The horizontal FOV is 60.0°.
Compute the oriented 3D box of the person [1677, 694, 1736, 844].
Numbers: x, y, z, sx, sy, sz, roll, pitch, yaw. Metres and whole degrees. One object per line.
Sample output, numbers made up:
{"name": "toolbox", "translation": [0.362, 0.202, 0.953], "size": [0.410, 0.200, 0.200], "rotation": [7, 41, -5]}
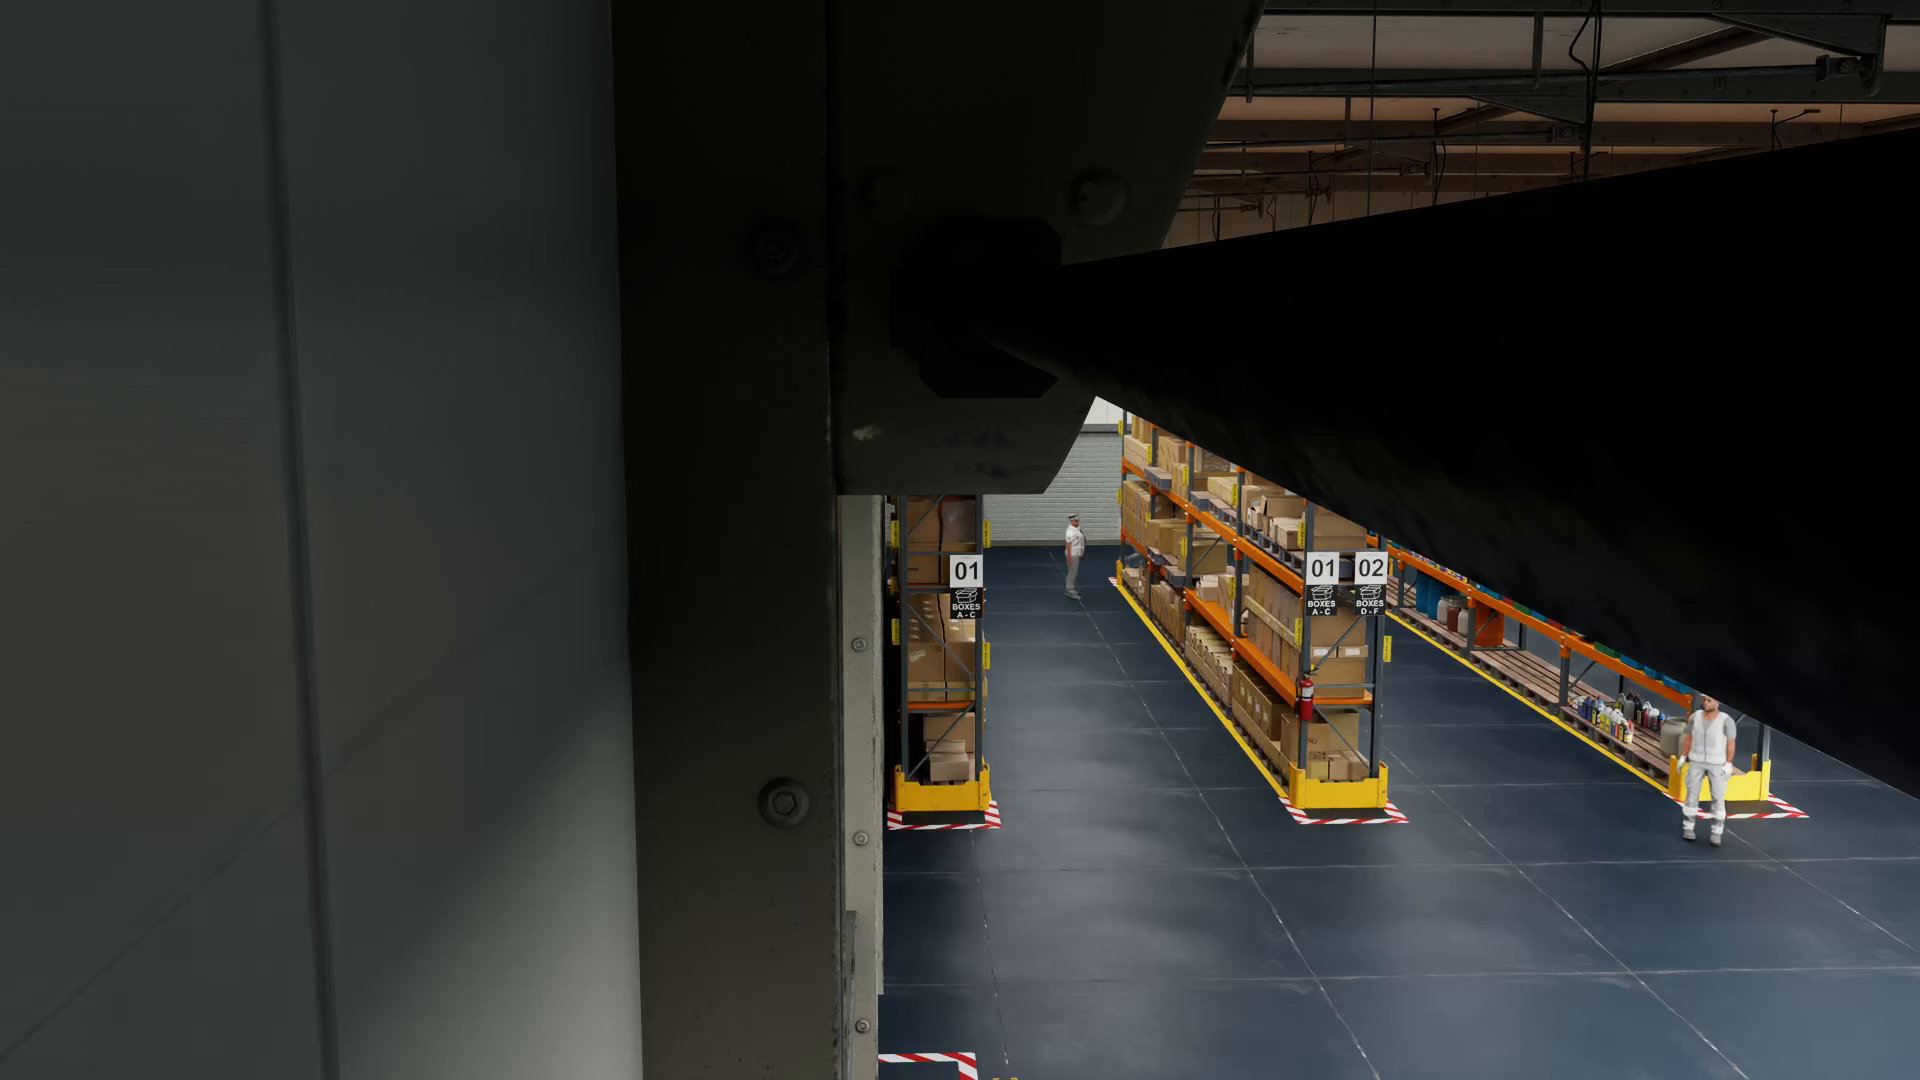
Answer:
{"name": "person", "translation": [8.667, 2.603, 19.339], "size": [0.602, 1.792, 0.404], "rotation": [4, 10, 28]}

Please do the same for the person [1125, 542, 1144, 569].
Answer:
{"name": "person", "translation": [3.994, -0.017, 37.732], "size": [0.531, 1.576, 0.424], "rotation": [4, 9, 23]}

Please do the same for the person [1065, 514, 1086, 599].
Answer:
{"name": "person", "translation": [2.408, 0.328, 34.899], "size": [0.429, 1.797, 0.599], "rotation": [3, 9, 17]}
